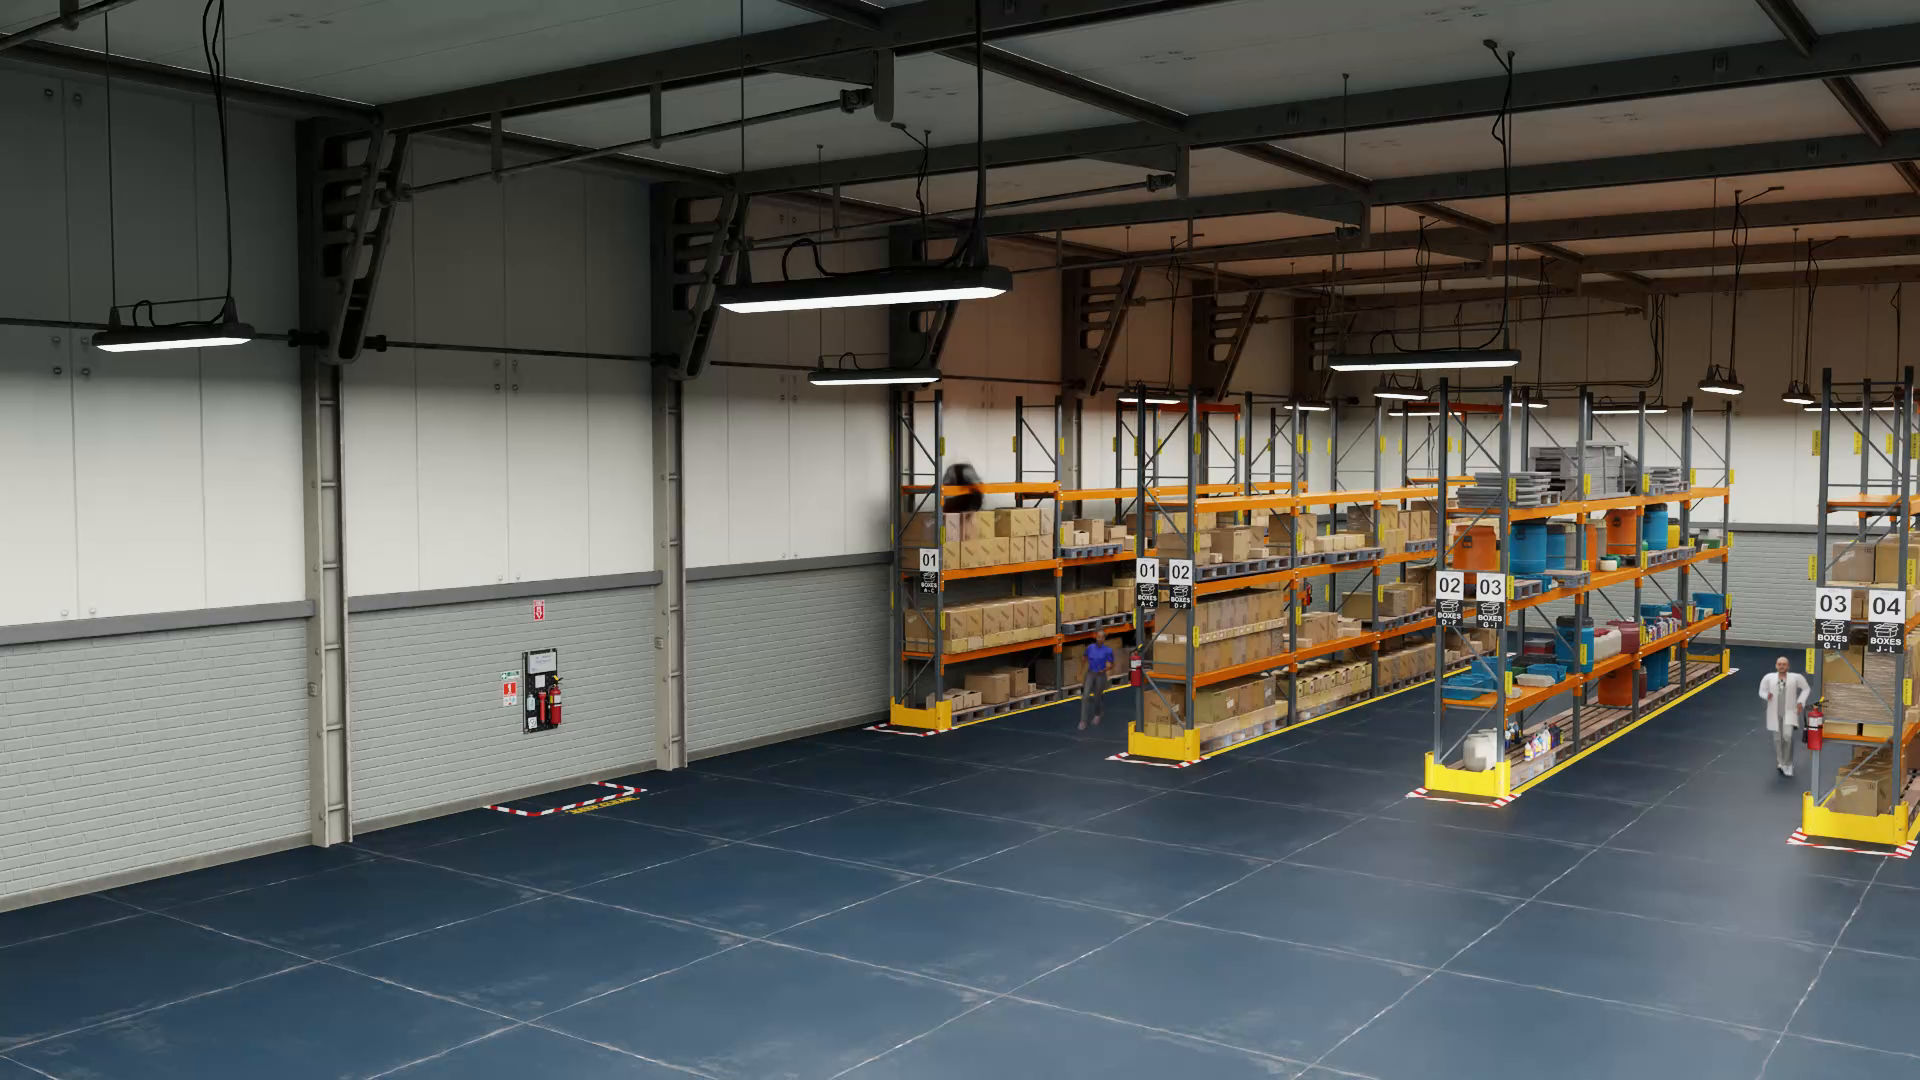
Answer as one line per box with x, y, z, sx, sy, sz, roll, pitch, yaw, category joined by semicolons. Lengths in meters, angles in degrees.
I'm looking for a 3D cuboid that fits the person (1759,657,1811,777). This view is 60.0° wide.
12.566;2.698;25.405;0.682;1.824;0.812;2;4;36;person

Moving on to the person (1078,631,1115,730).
2.310;2.346;28.044;0.614;1.652;0.719;1;3;21;person
